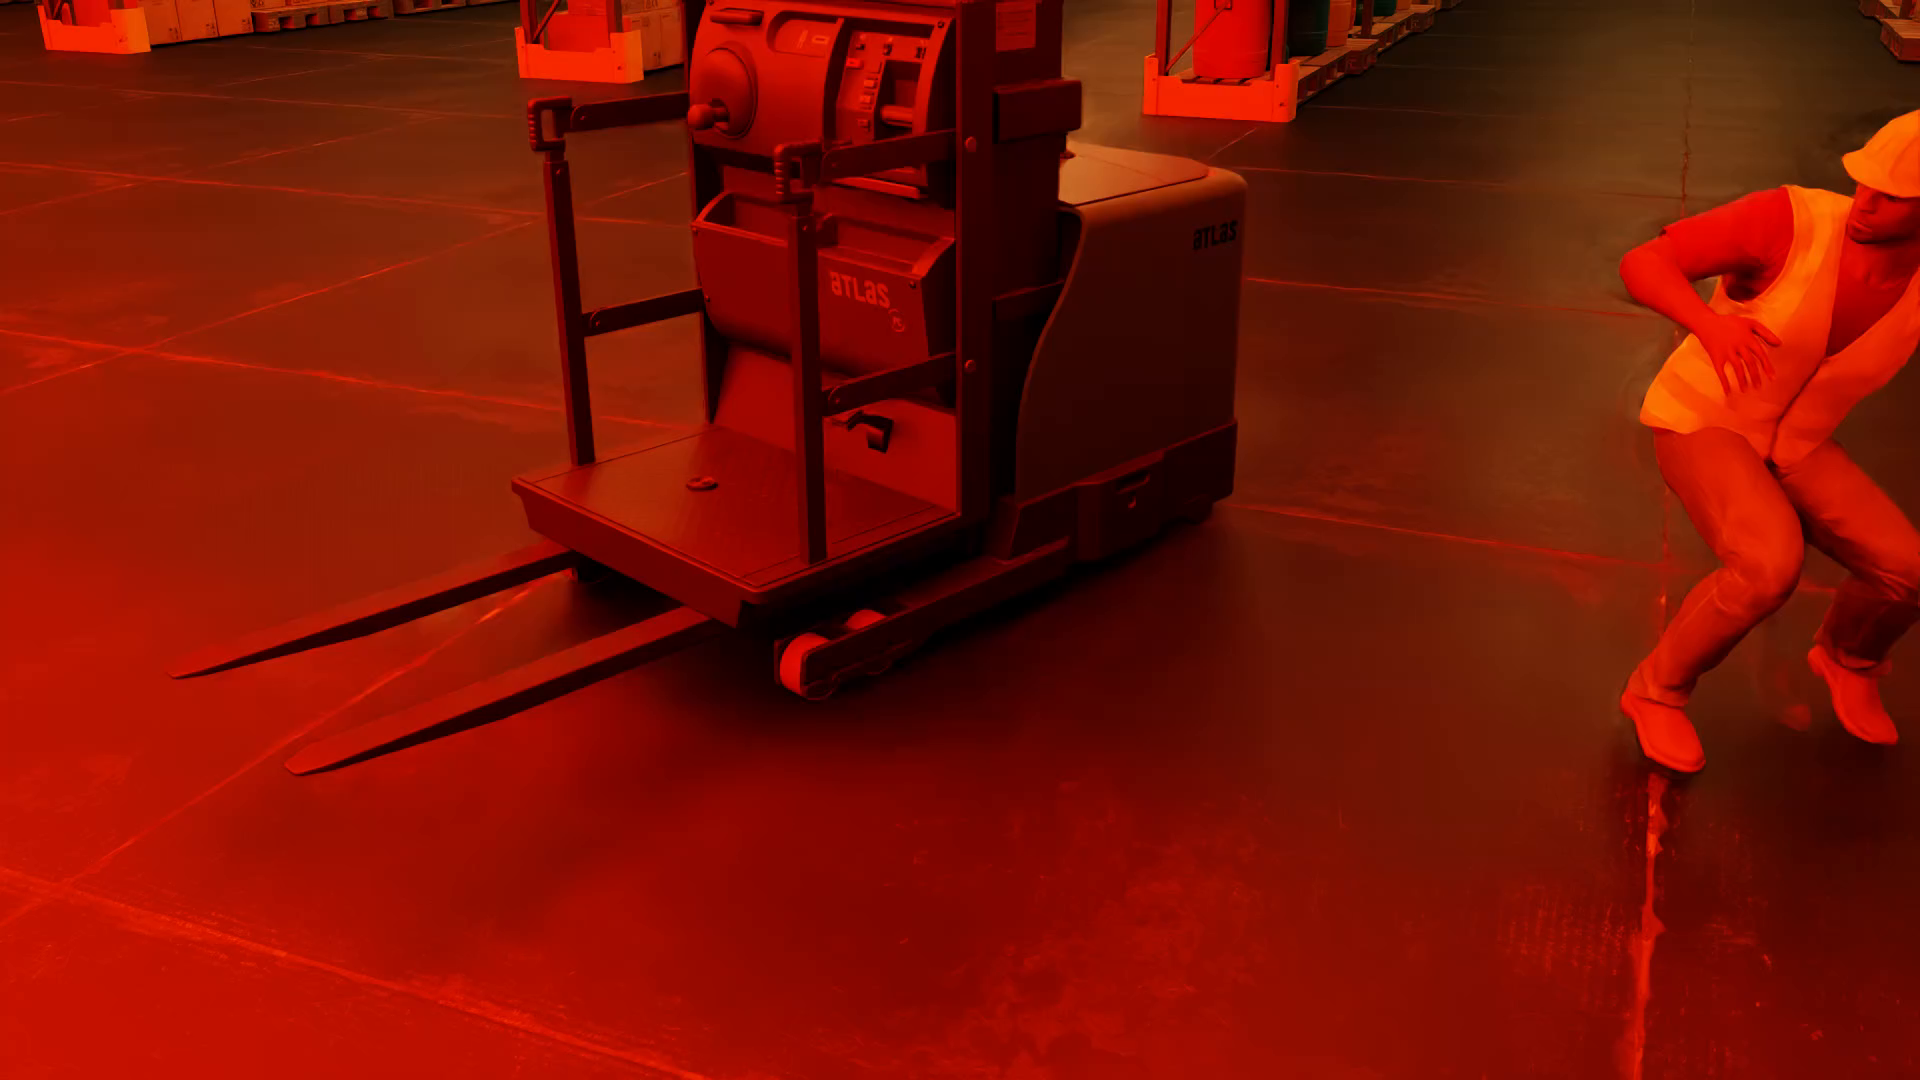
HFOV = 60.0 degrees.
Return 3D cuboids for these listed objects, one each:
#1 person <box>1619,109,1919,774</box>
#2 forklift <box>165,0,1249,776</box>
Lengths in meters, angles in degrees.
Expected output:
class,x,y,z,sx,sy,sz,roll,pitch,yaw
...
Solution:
class,x,y,z,sx,sy,sz,roll,pitch,yaw
person,1.874,-0.165,3.591,0.844,1.508,0.914,-3,23,-6
forklift,-0.522,-1.176,4.106,1.130,2.935,3.031,21,30,40
